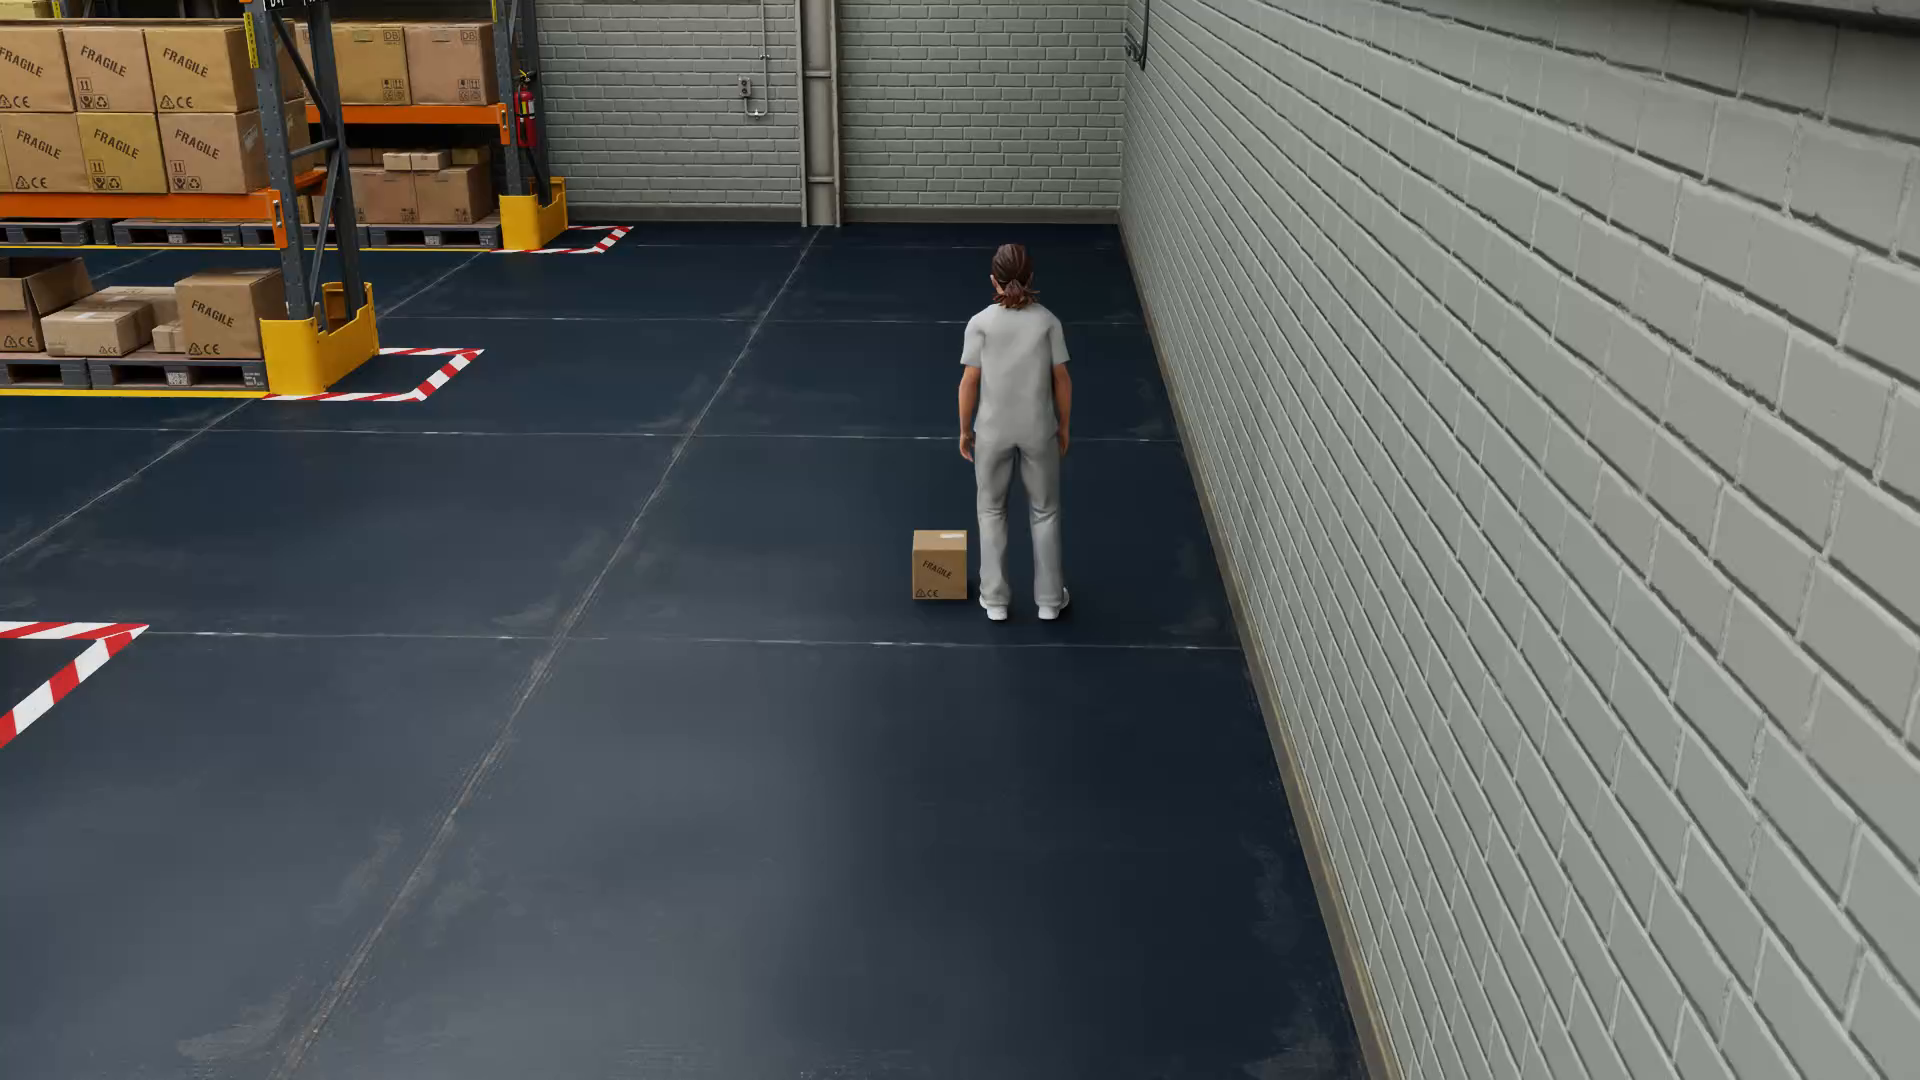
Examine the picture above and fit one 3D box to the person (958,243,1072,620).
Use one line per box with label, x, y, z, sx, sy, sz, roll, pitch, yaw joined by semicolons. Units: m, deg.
person;0.250;-0.458;7.285;0.515;1.672;0.353;-1;21;-1
